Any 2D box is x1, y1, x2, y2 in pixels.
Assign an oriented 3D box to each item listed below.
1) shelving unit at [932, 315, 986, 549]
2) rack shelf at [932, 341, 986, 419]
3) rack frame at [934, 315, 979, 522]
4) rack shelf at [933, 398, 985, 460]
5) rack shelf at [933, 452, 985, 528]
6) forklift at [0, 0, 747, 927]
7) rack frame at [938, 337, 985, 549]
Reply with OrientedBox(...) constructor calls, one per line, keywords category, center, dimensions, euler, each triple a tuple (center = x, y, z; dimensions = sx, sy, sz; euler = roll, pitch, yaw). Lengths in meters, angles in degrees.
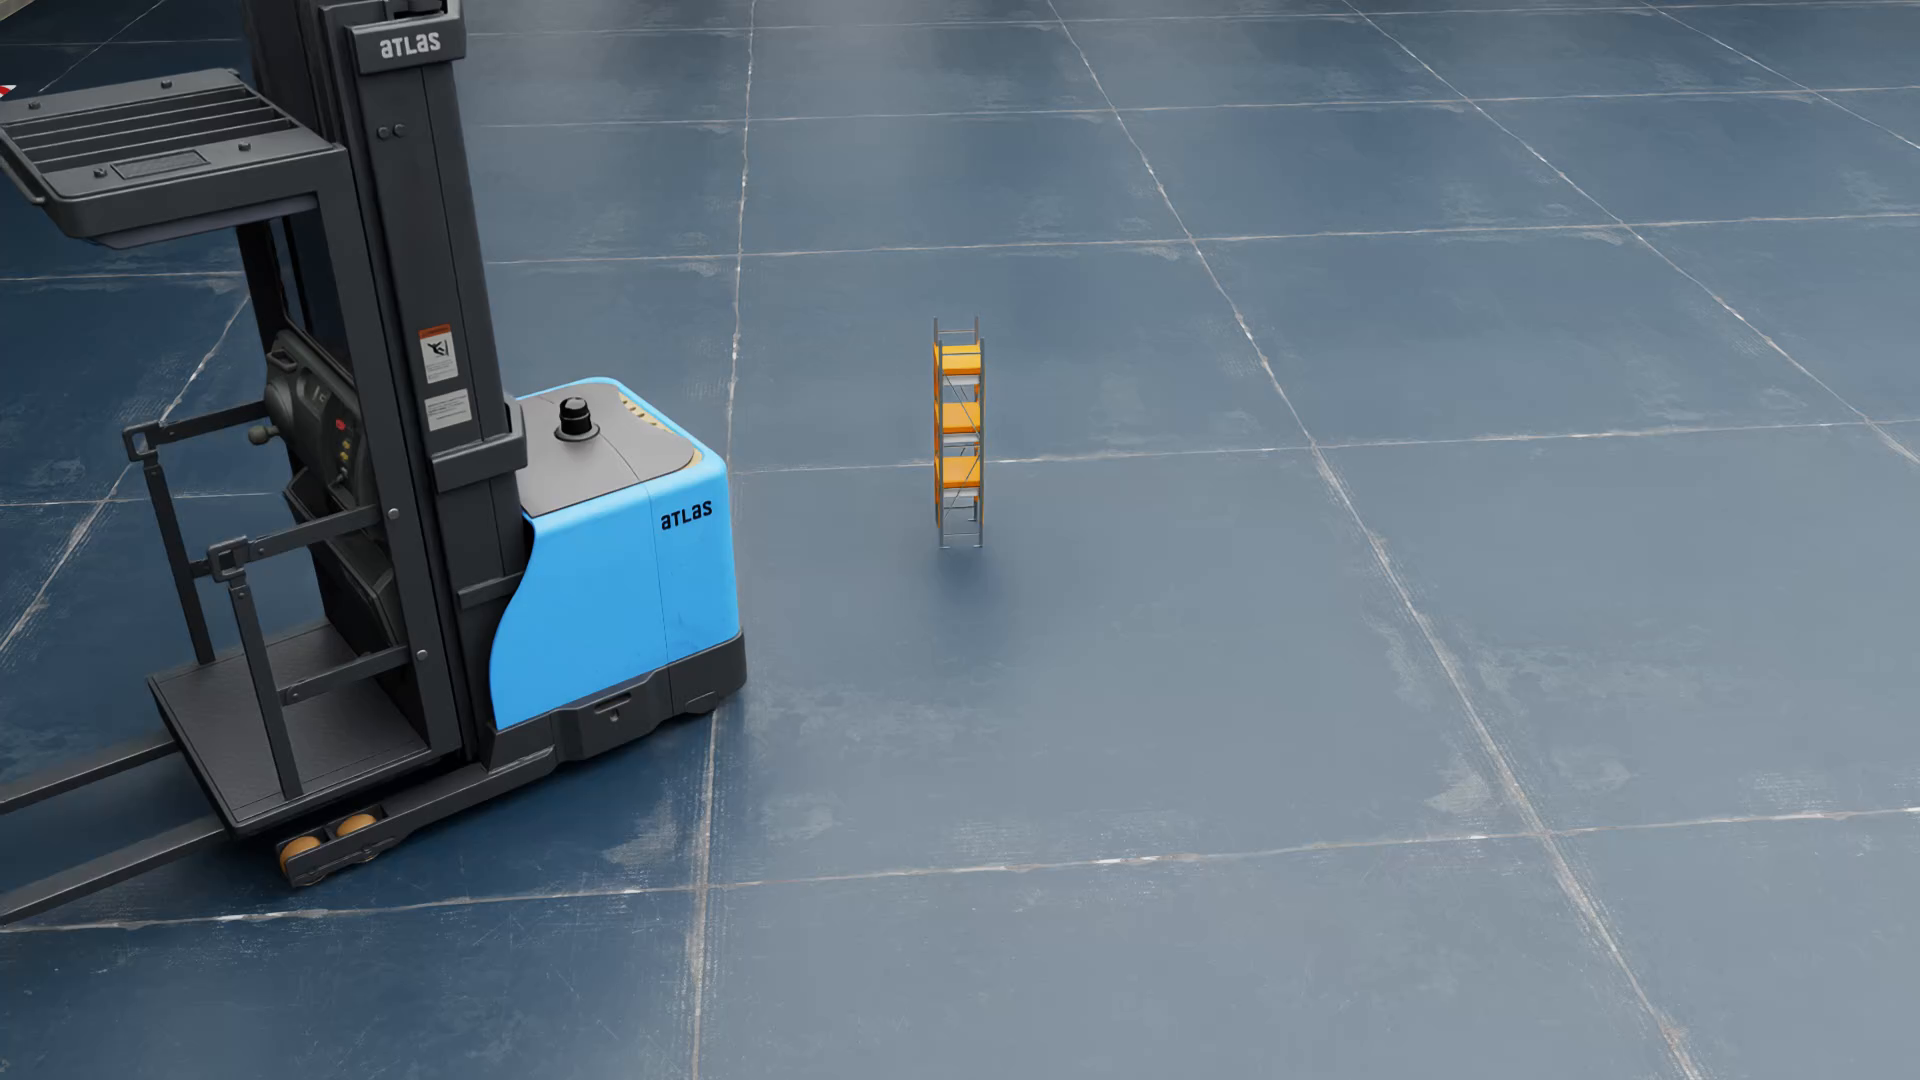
OrientedBox(category="shelving unit", center=(-0.005, -0.478, 7.527), dimensions=(0.215, 1.050, 0.252), euler=(-3, 31, -5))
OrientedBox(category="rack shelf", center=(-0.005, -0.713, 7.386), dimensions=(0.215, 0.259, 0.240), euler=(-3, 31, -5))
OrientedBox(category="rack frame", center=(-0.016, -0.540, 7.631), dimensions=(0.200, 1.050, 0.008), euler=(-3, 31, -5))
OrientedBox(category="rack shelf", center=(-0.005, -0.469, 7.532), dimensions=(0.215, 0.259, 0.240), euler=(-3, 31, -5))
OrientedBox(category="rack shelf", center=(-0.005, -0.230, 7.674), dimensions=(0.215, 0.259, 0.240), euler=(-3, 31, -5))
OrientedBox(category="forklift", center=(-2.335, -0.372, 5.514), dimensions=(3.031, 2.935, 1.130), euler=(-21, 37, -31))
OrientedBox(category="rack frame", center=(0.006, -0.416, 7.422), dimensions=(0.200, 1.050, 0.008), euler=(-3, 31, -5))
